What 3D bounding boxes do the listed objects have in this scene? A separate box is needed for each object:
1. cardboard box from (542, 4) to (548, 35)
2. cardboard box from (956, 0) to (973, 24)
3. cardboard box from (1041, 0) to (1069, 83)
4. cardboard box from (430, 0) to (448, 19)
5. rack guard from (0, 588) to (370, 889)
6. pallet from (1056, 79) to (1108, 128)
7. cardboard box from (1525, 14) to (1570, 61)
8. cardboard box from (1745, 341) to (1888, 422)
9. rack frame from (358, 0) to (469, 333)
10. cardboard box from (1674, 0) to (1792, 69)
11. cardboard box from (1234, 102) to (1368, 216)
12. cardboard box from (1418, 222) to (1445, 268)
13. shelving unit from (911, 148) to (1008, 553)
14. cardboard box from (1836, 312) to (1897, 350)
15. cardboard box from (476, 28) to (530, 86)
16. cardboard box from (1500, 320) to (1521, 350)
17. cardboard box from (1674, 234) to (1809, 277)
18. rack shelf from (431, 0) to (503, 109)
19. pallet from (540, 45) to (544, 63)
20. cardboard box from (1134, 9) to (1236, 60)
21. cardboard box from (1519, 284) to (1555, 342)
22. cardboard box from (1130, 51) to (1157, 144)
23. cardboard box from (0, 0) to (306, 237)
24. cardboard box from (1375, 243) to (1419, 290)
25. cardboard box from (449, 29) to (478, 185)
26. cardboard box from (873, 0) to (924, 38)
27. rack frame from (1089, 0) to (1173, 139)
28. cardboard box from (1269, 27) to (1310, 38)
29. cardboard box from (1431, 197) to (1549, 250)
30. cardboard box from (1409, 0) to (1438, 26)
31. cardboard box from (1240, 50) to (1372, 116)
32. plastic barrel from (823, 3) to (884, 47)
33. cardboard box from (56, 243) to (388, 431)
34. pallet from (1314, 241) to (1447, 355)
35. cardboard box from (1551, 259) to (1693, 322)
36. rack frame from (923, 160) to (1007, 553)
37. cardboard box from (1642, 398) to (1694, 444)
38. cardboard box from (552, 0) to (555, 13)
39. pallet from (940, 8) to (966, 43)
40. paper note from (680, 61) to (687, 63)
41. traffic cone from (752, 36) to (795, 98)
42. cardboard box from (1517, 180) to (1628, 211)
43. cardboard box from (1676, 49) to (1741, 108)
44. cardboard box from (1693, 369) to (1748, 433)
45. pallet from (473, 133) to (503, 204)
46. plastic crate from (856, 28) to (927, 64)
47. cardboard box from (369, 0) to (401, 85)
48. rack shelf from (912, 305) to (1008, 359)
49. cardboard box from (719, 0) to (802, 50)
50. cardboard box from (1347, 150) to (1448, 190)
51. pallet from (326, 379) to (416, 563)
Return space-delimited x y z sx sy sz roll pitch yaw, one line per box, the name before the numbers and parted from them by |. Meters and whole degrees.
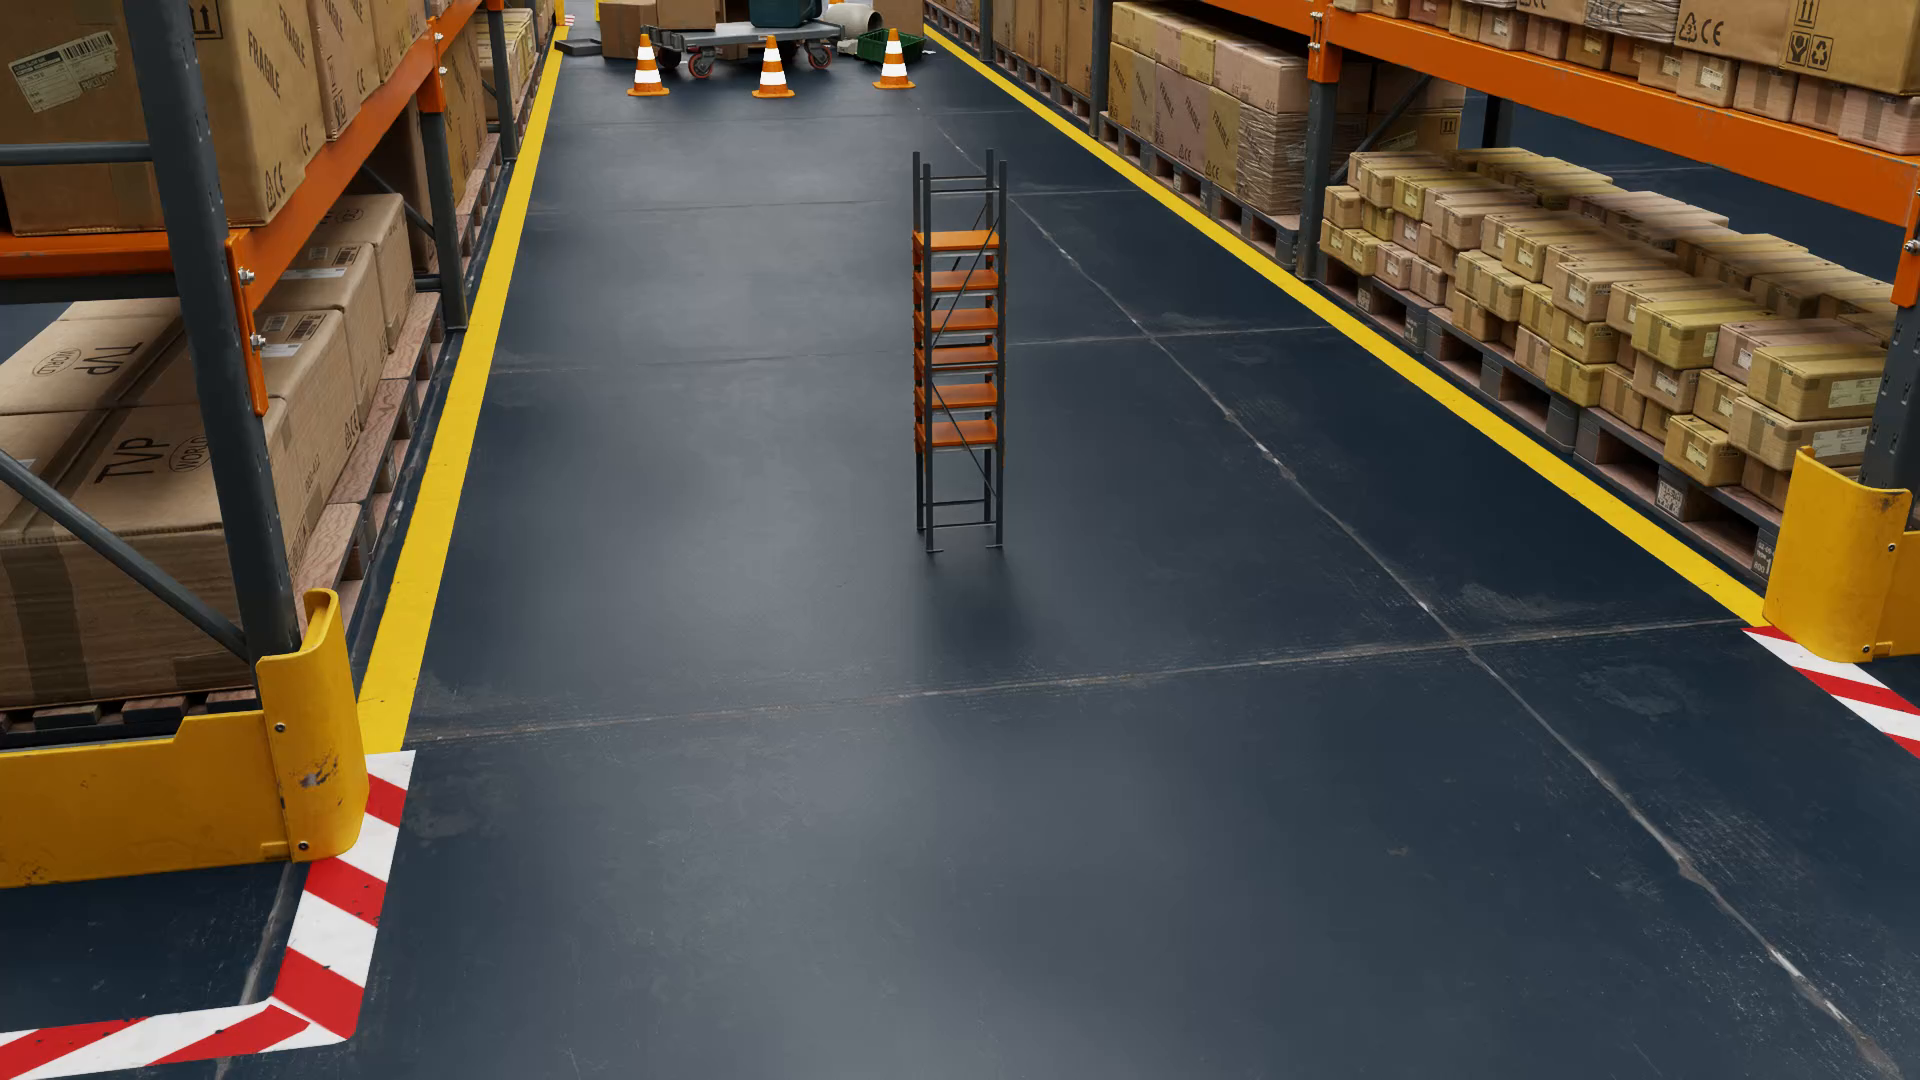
cardboard box | -4.119 -4.825 15.461 0.500 0.250 0.500 -3 24 -7
cardboard box | 0.463 -5.663 16.600 0.875 0.875 0.875 -4 24 -9
cardboard box | 1.231 -4.016 12.983 1.050 0.750 0.750 -4 24 -9
cardboard box | -2.508 -2.409 7.205 0.500 0.250 0.500 -5 24 -11
rack guard | -1.942 0.443 3.611 1.175 0.500 0.348 -4 24 -10
pallet | 1.348 -3.302 12.547 1.003 0.211 1.213 -4 24 -10
cardboard box | 2.277 -1.824 5.992 0.380 0.149 0.250 -3 24 -8
cardboard box | 2.553 -0.466 4.863 0.380 0.149 0.250 -4 24 -9
rack frame | -2.686 -2.285 6.734 1.000 3.000 0.127 -4 24 -10
cardboard box | 2.473 -1.661 4.808 0.500 0.500 0.500 -5 24 -11
cardboard box | 1.775 -2.011 8.704 0.500 0.500 0.500 -5 24 -11
cardboard box | 2.175 -1.255 7.041 0.380 0.149 0.250 -6 24 -12
shelving unit | -0.003 -0.556 5.023 0.258 1.200 0.189 -4 24 -10
cardboard box | 2.967 -0.607 5.187 0.380 0.149 0.250 -4 24 -9
cardboard box | -3.799 -3.658 12.636 0.950 0.372 0.625 -4 24 -8
cardboard box | 2.315 -0.805 6.383 0.380 0.149 0.250 -4 24 -8
cardboard box | 2.874 -1.024 6.141 0.380 0.149 0.250 -4 24 -9
rack shelf | -3.056 -2.742 8.680 1.077 0.370 4.000 -4 24 -10
pallet | -4.324 -4.415 15.096 1.003 0.211 1.213 -4 24 -10
cardboard box | 1.404 -3.167 10.414 0.500 0.250 0.500 -5 24 -10
cardboard box | 2.286 -0.836 6.082 0.380 0.149 0.250 -3 24 -7
cardboard box | 1.397 -2.817 10.550 0.500 0.500 0.500 -4 24 -9
cardboard box | -1.753 -0.968 3.593 0.500 0.500 0.500 -4 24 -10
cardboard box | 2.058 -1.212 7.314 0.380 0.149 0.250 -4 24 -10
cardboard box | -3.219 -2.448 9.238 0.875 0.875 0.875 -4 24 -9
cardboard box | -0.615 -5.228 16.593 0.500 0.500 0.500 0 24 -1
rack frame | 1.420 -4.265 11.267 1.000 3.000 0.127 -4 24 -10
cardboard box | 2.092 -2.802 9.580 0.500 0.250 0.500 -3 24 -8
cardboard box | 2.145 -1.283 6.735 0.380 0.149 0.250 -4 24 -9
cardboard box | 2.112 -2.243 6.953 0.380 0.149 0.250 -5 24 -12
cardboard box | 1.774 -2.356 8.558 0.500 0.250 0.500 -5 24 -11
plastic barrel | -1.037 -4.990 16.146 0.512 0.421 0.421 13 27 27
cardboard box | -2.509 -0.696 5.773 0.875 0.438 0.875 -5 24 -11
pallet | 2.319 -1.152 7.623 1.003 0.211 1.213 -4 24 -10
cardboard box | 2.300 -0.870 5.787 0.380 0.149 0.250 -3 24 -8
rack frame | 0.014 -0.520 4.940 0.240 1.200 0.006 -4 24 -10
cardboard box | 2.486 -0.399 5.454 0.380 0.149 0.250 -4 24 -10
cardboard box | -4.487 -5.630 17.304 0.500 0.250 0.500 -4 24 -10
pallet | 0.388 -5.346 17.226 1.003 0.211 1.213 -4 24 -10
paper note | -2.587 -4.406 15.300 0.148 0.019 0.142 -4 24 -10
traffic cone | -1.524 -3.845 13.476 0.336 0.463 0.334 -4 24 -10
cardboard box | 2.592 -1.426 7.062 0.380 0.149 0.250 -4 24 -8
cardboard box | 2.421 -1.407 5.037 0.380 0.149 0.250 -4 24 -8
cardboard box | 2.526 -0.433 5.160 0.380 0.149 0.250 -5 24 -11
pallet | -3.354 -2.265 10.172 1.003 0.211 1.213 -4 24 -10
plastic crate | -0.639 -4.547 15.355 0.450 0.188 0.662 17 27 13
cardboard box | -2.141 -1.769 5.427 0.500 0.500 0.500 -5 24 -11
rack shelf | -0.003 -0.625 4.993 0.258 0.103 0.180 -4 24 -10
cardboard box | -1.911 -5.053 16.020 0.797 0.637 0.503 -4 24 -10
cardboard box | 2.020 -1.699 7.686 0.380 0.149 0.250 -3 24 -8
pallet | -2.393 -0.221 5.493 1.003 0.211 1.213 -4 24 -10
